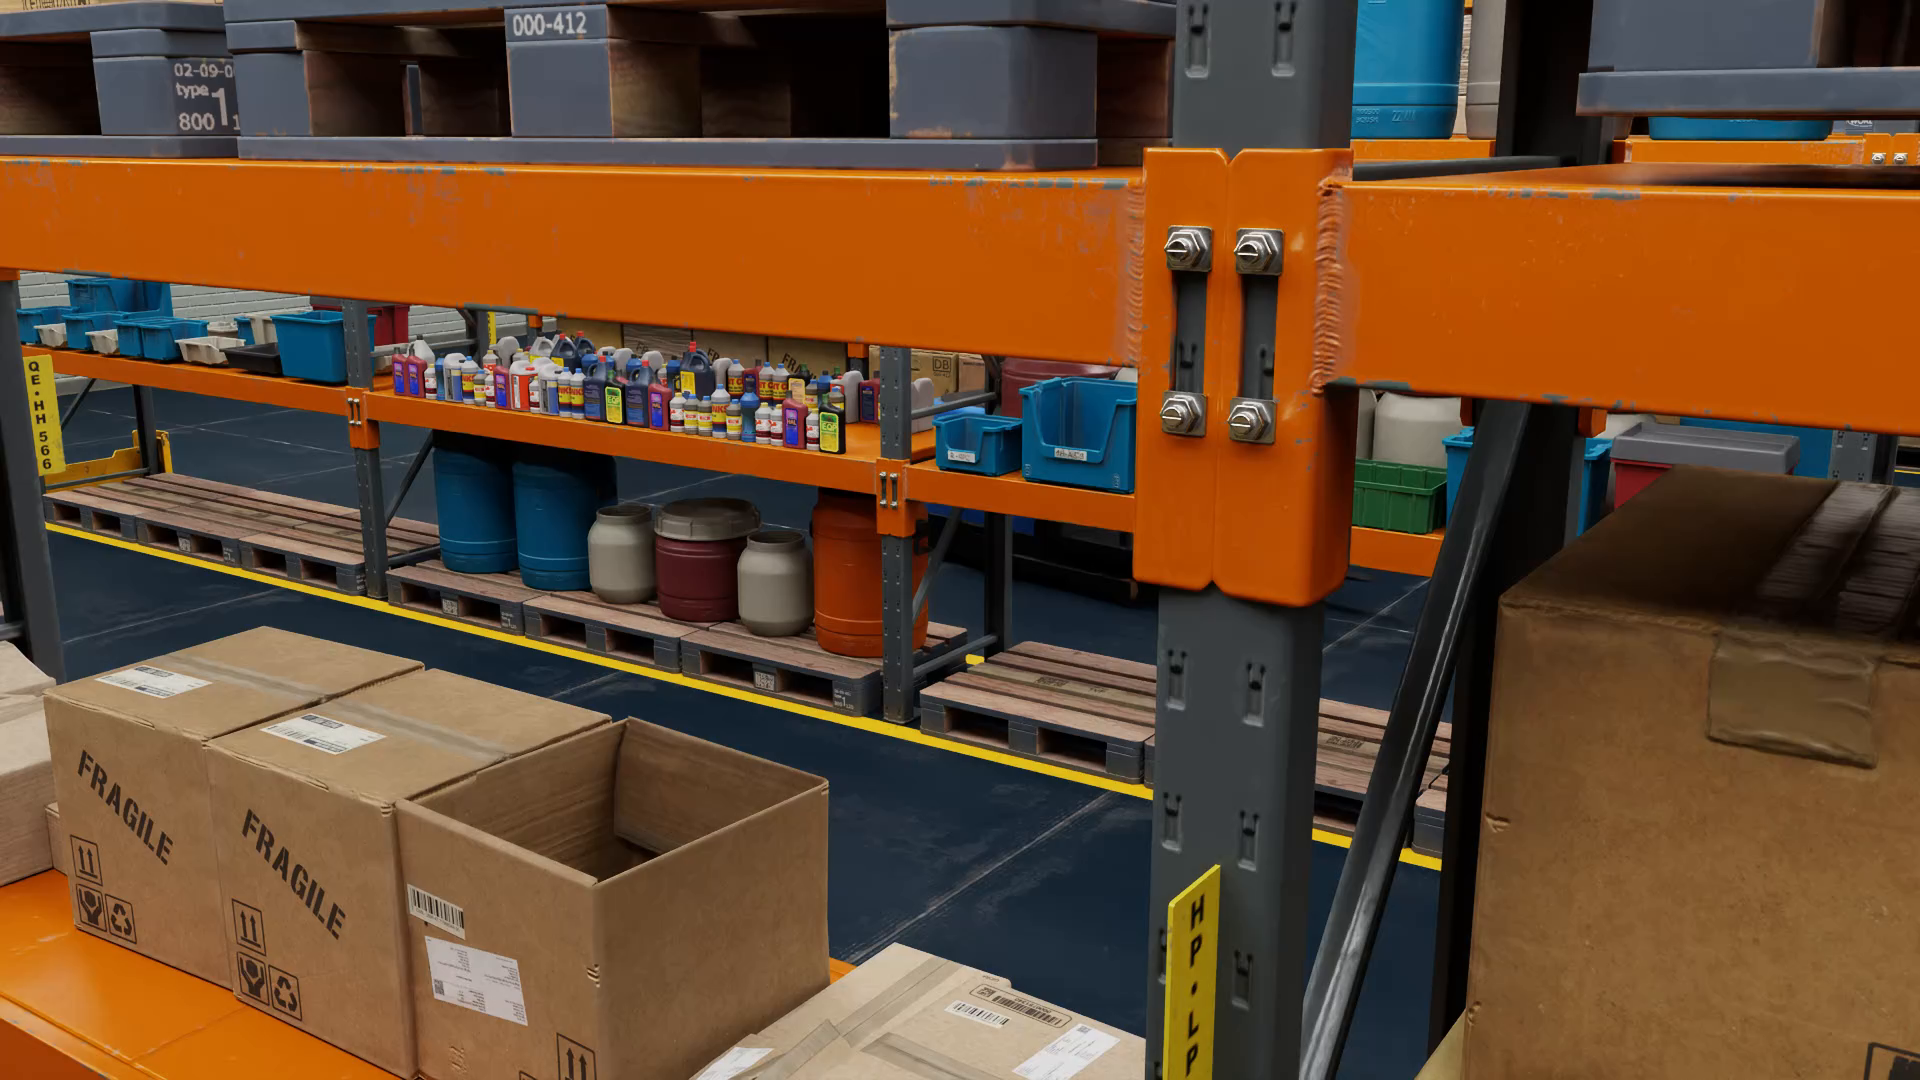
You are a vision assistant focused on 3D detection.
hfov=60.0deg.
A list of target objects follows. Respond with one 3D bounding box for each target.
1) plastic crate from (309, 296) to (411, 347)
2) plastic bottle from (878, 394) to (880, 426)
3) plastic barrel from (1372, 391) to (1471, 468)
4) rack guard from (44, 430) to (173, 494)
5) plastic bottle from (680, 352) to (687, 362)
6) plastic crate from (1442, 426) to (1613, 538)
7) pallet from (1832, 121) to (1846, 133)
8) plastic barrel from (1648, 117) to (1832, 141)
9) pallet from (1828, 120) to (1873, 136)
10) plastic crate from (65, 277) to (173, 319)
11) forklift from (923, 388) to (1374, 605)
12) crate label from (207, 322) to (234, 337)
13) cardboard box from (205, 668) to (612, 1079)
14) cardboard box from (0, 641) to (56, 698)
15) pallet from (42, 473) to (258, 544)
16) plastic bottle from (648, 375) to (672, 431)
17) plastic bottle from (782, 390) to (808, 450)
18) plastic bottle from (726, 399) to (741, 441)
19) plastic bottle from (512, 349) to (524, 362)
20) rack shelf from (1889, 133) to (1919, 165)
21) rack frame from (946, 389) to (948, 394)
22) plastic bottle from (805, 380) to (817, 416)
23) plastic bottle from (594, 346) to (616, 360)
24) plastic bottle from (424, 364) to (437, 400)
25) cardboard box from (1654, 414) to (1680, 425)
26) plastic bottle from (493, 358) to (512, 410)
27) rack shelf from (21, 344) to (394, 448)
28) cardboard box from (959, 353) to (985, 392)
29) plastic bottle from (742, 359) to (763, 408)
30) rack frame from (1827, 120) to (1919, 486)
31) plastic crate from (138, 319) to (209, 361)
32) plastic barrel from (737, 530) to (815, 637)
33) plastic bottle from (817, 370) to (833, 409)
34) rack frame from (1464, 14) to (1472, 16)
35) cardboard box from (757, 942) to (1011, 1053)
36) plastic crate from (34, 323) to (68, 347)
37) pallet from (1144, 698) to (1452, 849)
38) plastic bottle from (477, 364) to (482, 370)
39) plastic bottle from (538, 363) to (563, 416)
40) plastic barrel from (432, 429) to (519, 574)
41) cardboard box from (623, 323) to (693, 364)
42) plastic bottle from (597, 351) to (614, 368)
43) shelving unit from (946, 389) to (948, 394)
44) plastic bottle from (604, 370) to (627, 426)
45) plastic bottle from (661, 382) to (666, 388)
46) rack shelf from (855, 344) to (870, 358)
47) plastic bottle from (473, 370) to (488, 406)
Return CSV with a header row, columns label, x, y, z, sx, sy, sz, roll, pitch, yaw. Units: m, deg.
label,x,y,z,sx,sy,sz,roll,pitch,yaw
plastic crate,-3.970,-1.419,11.055,0.583,0.464,0.402,9,17,33
plastic bottle,-0.390,-0.713,8.873,0.097,0.201,0.097,0,14,0
plastic barrel,1.989,-0.452,7.126,0.433,0.535,0.433,0,14,0
rack guard,-6.715,-0.513,12.854,0.348,0.500,1.175,9,17,33
plastic bottle,-1.619,-0.956,9.686,0.133,0.283,0.061,9,17,33
plastic crate,2.180,-0.194,6.399,0.575,0.384,0.392,9,17,33
pallet,8.097,-3.555,14.099,1.217,0.209,0.805,8,16,31
plastic barrel,2.726,-1.840,5.730,0.708,0.901,0.600,9,17,33
pallet,5.581,-2.573,10.121,1.003,0.211,1.213,9,17,33
plastic crate,-6.306,-1.764,12.508,0.499,0.435,0.616,9,17,33
forklift,1.152,-1.166,10.435,3.031,2.935,1.130,13,19,42
crate label,-5.433,-1.479,11.979,0.243,0.136,0.396,9,17,33
cardboard box,-0.979,0.578,3.036,0.500,0.500,0.500,9,17,33
cardboard box,-2.540,0.435,4.007,0.500,0.311,0.500,10,17,36
pallet,-6.026,-0.253,12.408,1.213,0.211,1.003,9,17,33
plastic bottle,-1.572,-0.718,8.725,0.133,0.283,0.061,9,17,33
plastic bottle,-0.815,-0.596,8.231,0.133,0.283,0.061,9,17,33
plastic bottle,-1.143,-0.614,8.477,0.097,0.201,0.097,0,14,0
plastic bottle,-2.750,-1.094,10.414,0.097,0.201,0.097,0,14,0
rack shelf,4.929,-0.955,4.692,4.000,0.370,1.077,9,17,33
rack frame,-0.151,-0.541,11.825,0.008,1.050,0.200,12,18,39
plastic bottle,-0.804,-0.780,9.143,0.097,0.201,0.097,0,14,0
plastic bottle,-2.140,-1.024,9.974,0.135,0.276,0.152,9,17,33
plastic bottle,-3.086,-0.929,9.745,0.097,0.201,0.097,0,14,0
cardboard box,6.749,-1.511,15.493,0.750,0.750,1.050,9,17,34
plastic bottle,-2.566,-0.879,9.374,0.133,0.283,0.061,9,17,33
rack shelf,-5.029,-1.108,11.554,4.000,0.370,1.077,9,17,33
cardboard box,0.679,-1.147,13.764,0.875,0.875,1.225,9,16,31
plastic bottle,-1.162,-0.882,9.388,0.133,0.283,0.061,9,17,33
rack frame,3.269,-0.116,6.050,0.127,3.000,1.000,9,17,33
plastic crate,-5.325,-1.358,11.289,0.300,0.233,0.416,9,17,33
plastic barrel,-0.984,0.231,8.950,0.421,0.512,0.421,0,14,0
plastic bottle,-0.727,-0.783,9.013,0.097,0.271,0.097,0,14,0
rack frame,7.693,-8.055,25.634,0.127,3.000,1.000,9,17,33
cardboard box,-0.120,0.833,2.737,0.250,0.149,0.380,9,17,33
plastic crate,-6.447,-1.468,11.936,0.298,0.136,0.250,9,17,33
pallet,1.579,0.976,7.439,1.213,0.211,1.003,9,17,33
plastic bottle,-2.840,-0.933,9.762,0.097,0.201,0.097,0,14,0
plastic bottle,-2.237,-0.835,9.214,0.135,0.276,0.152,9,17,33
plastic barrel,-2.927,-0.298,10.277,0.708,0.901,0.600,9,17,33
cardboard box,-2.593,-1.693,15.970,0.875,0.875,0.875,9,17,33
plastic bottle,-2.083,-0.976,9.791,0.097,0.271,0.097,0,14,0
shelving unit,-0.059,-0.522,11.748,0.252,1.050,0.215,12,18,39
plastic bottle,-1.836,-0.761,8.898,0.133,0.283,0.061,9,17,33
plastic bottle,-1.645,-0.772,8.942,0.133,0.283,0.061,9,17,33
rack shelf,1.055,-1.559,13.376,4.000,0.370,1.077,9,17,33
plastic bottle,-2.732,-0.871,9.514,0.097,0.201,0.097,0,14,0
